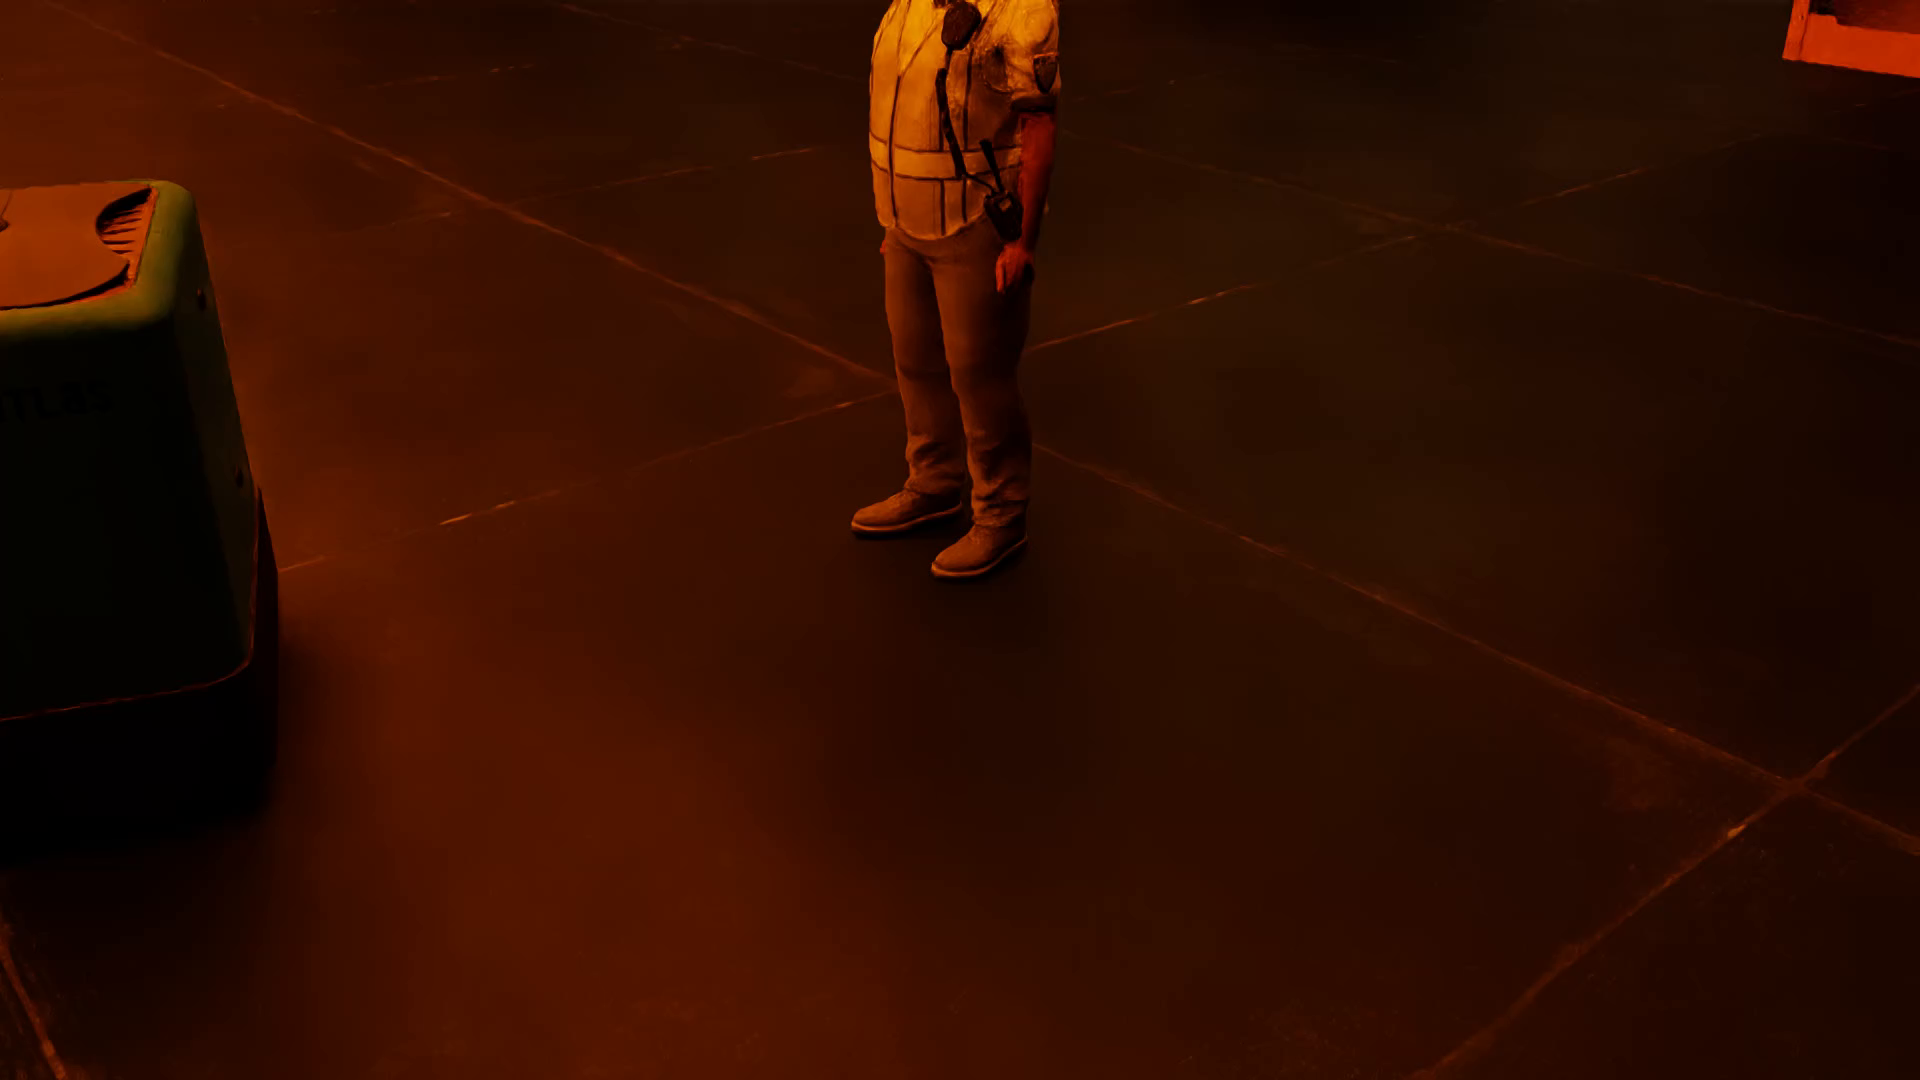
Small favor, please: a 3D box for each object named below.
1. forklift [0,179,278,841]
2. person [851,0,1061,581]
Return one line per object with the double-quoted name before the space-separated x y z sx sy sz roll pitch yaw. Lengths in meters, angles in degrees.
"forklift" -2.986 -0.753 2.720 3.031 2.935 1.130 -9 28 -18
"person" -0.021 -0.785 4.092 0.373 1.773 0.523 -20 33 -35
